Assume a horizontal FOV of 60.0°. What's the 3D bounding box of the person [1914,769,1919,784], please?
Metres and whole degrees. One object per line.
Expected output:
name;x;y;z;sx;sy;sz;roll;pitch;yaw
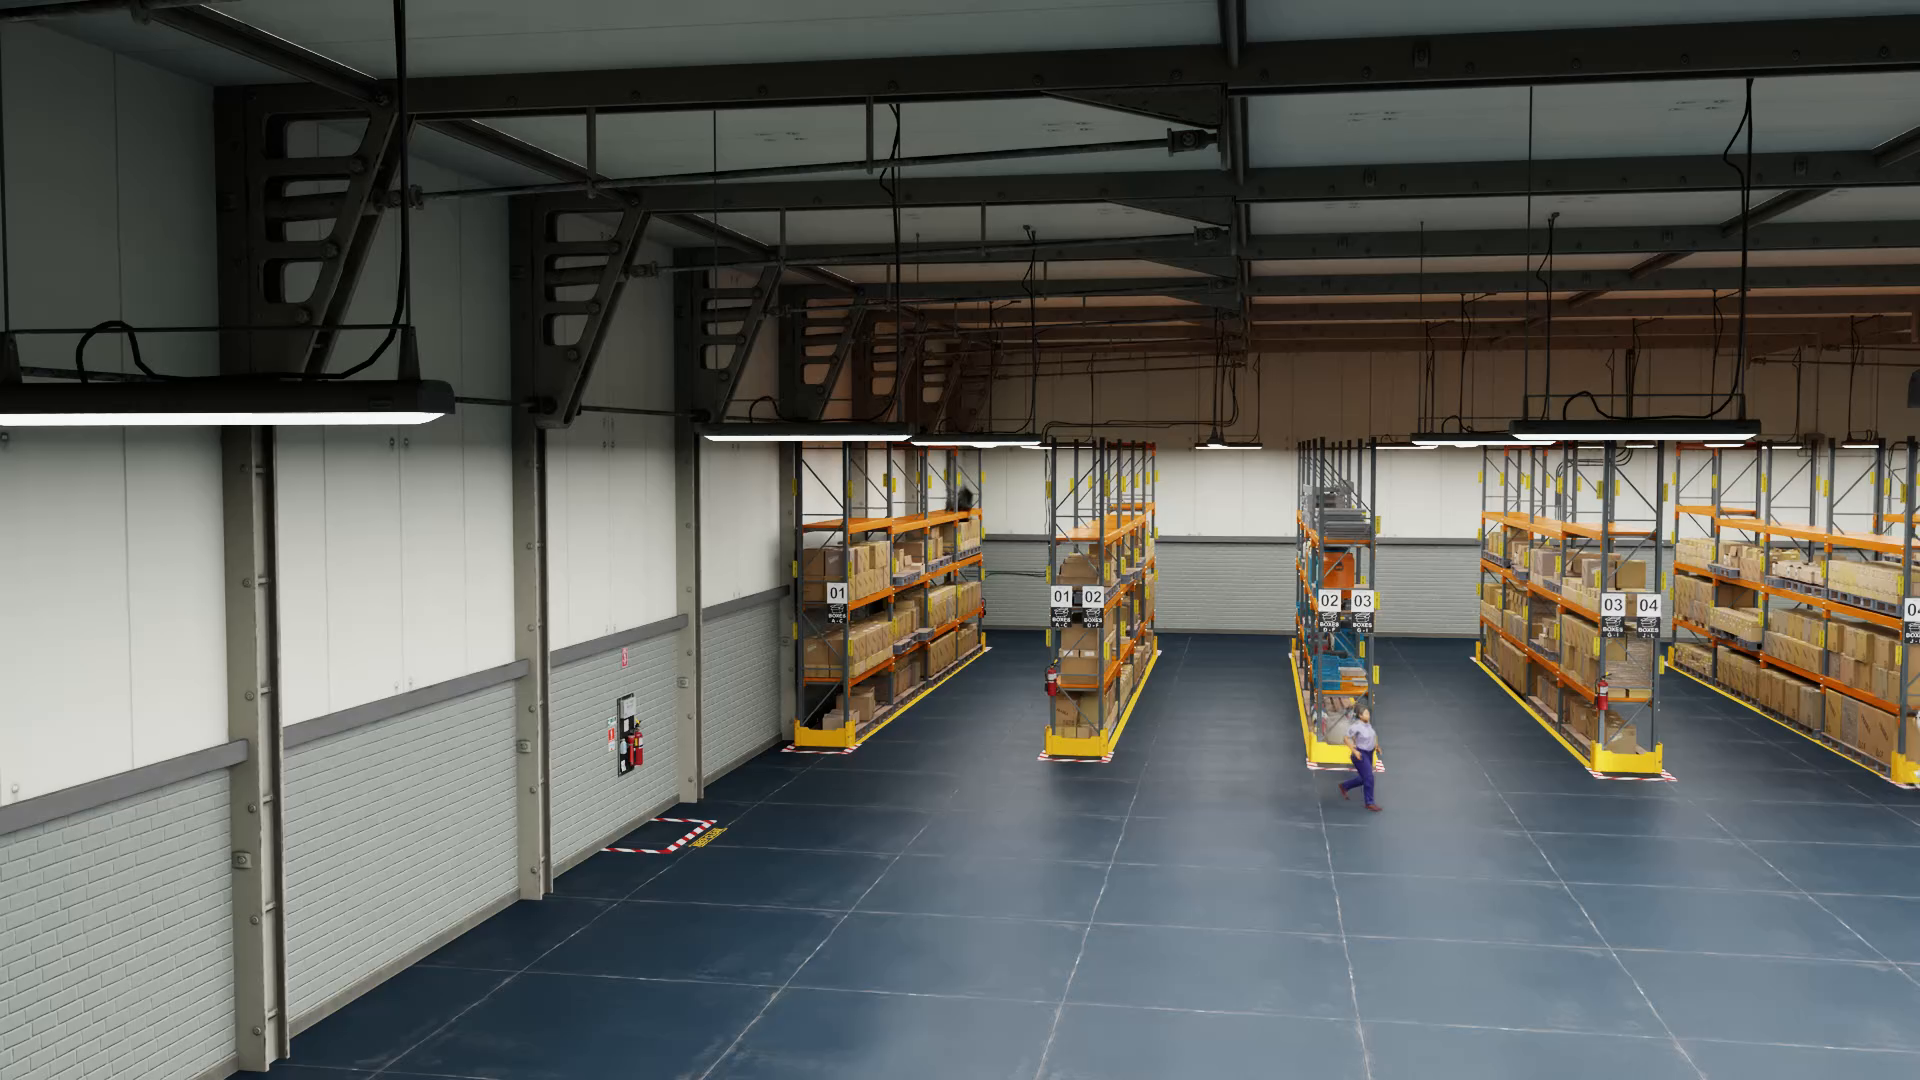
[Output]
person;16.198;3.416;27.447;0.769;1.755;0.821;-2;4;-33

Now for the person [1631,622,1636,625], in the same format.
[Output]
person;17.776;2.544;44.671;0.485;1.652;0.649;-3;4;-41

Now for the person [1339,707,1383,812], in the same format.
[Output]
person;6.448;3.495;26.700;0.790;1.636;0.631;3;4;42
